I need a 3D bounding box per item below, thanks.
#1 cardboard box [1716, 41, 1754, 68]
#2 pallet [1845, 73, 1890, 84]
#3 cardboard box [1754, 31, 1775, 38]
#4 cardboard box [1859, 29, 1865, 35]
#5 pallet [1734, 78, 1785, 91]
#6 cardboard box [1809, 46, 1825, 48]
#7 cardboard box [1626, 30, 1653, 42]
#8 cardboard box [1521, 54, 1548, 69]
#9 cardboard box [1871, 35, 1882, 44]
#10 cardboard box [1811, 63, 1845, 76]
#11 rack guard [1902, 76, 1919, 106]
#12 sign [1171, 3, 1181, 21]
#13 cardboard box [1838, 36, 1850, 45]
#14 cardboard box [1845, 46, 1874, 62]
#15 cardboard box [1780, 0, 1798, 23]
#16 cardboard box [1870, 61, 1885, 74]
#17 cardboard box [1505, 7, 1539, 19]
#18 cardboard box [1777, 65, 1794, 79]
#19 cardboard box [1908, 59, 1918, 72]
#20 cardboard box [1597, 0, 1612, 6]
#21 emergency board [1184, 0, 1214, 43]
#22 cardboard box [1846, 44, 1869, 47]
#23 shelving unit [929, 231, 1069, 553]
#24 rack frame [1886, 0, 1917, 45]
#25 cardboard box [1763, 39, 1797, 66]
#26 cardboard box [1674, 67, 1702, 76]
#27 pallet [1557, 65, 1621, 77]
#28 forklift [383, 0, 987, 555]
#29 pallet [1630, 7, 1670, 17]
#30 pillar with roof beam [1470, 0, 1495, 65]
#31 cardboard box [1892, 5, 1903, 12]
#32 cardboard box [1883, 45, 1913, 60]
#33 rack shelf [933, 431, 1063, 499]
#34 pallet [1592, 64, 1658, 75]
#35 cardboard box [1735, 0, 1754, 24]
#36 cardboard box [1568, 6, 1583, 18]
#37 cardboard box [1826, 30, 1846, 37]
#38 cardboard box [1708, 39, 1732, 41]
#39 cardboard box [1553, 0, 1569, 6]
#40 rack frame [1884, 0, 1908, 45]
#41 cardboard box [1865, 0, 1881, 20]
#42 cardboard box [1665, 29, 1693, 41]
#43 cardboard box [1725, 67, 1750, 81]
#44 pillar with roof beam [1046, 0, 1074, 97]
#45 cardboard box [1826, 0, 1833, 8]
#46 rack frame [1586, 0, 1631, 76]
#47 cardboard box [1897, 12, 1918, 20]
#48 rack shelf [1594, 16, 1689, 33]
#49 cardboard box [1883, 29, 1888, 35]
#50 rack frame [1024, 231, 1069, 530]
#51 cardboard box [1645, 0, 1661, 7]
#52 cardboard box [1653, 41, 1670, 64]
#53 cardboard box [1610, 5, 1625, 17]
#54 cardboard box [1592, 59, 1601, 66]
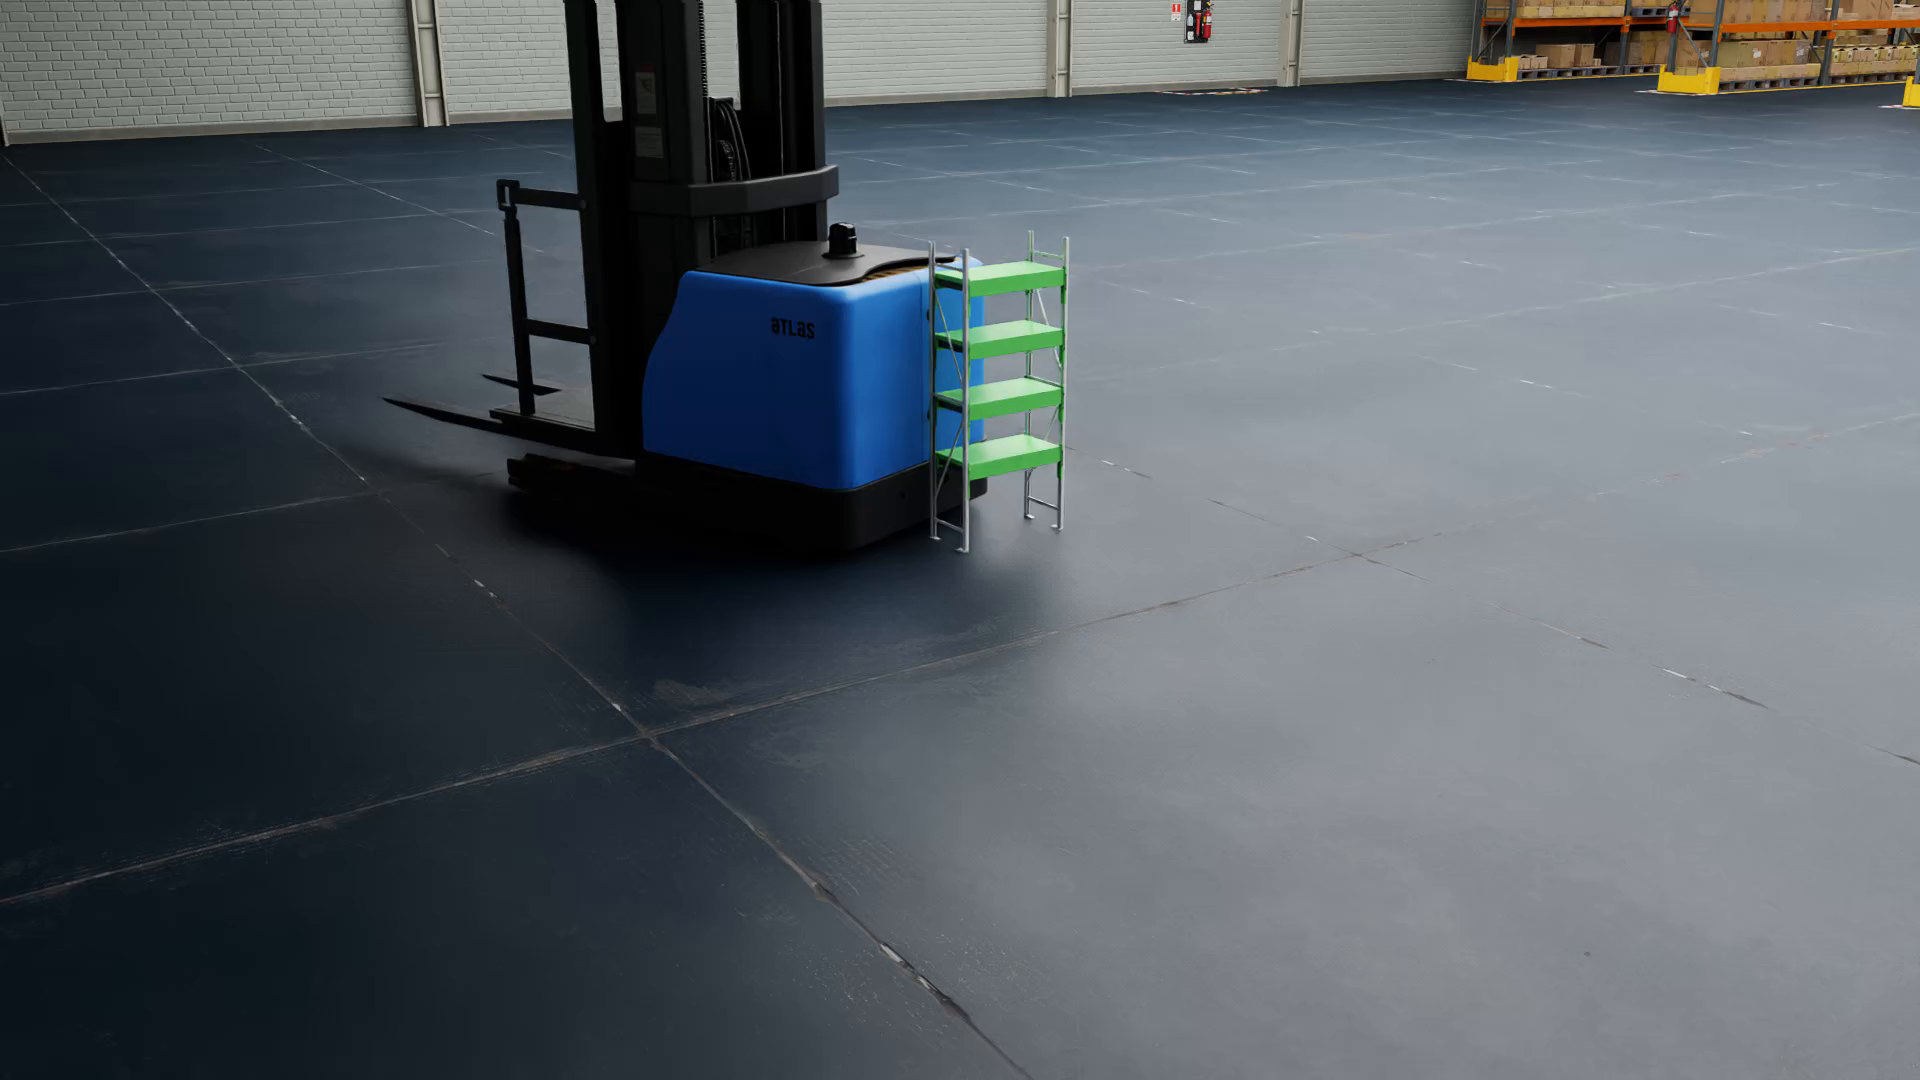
[{"bbox_3d":[15.525,-9.747,33.358,0.500,0.500,0.500,-12,22,-31],"label":"cardboard box"},{"bbox_3d":[19.493,-10.112,36.325,1.213,0.211,1.003,-12,22,-31],"label":"pallet"},{"bbox_3d":[19.914,-12.533,41.833,0.750,0.750,0.750,-12,22,-32],"label":"cardboard box"},{"bbox_3d":[24.007,-13.628,44.607,0.250,0.149,0.380,-12,22,-31],"label":"cardboard box"},{"bbox_3d":[16.172,-9.410,34.250,1.213,0.211,1.003,-12,22,-31],"label":"pallet"},{"bbox_3d":[18.491,-10.480,35.821,0.500,0.311,0.500,-11,22,-30],"label":"cardboard box"},{"bbox_3d":[16.123,-11.993,39.580,0.500,0.250,0.500,-12,22,-33],"label":"cardboard box"},{"bbox_3d":[12.914,-10.829,37.604,0.500,0.311,0.500,-10,21,-27],"label":"cardboard box"},{"bbox_3d":[24.226,-13.291,44.622,0.500,0.500,0.700,-12,22,-32],"label":"cardboard box"},{"bbox_3d":[18.352,-9.977,35.211,0.500,0.250,0.500,-13,22,-33],"label":"cardboard box"},{"bbox_3d":[17.297,-7.888,29.296,0.348,0.500,1.175,-12,22,-31],"label":"rack guard"},{"bbox_3d":[4.305,-10.516,33.111,0.234,0.329,0.001,-12,22,-31],"label":"sign"},{"bbox_3d":[22.935,-13.016,43.810,0.500,0.500,0.700,-12,22,-32],"label":"cardboard box"},{"bbox_3d":[19.214,-10.423,35.653,0.500,0.311,0.500,-13,22,-33],"label":"cardboard box"},{"bbox_3d":[16.654,-10.862,34.033,0.500,0.500,0.700,-12,22,-31],"label":"cardboard box"},{"bbox_3d":[19.636,-10.248,36.013,0.500,0.250,0.500,-11,22,-30],"label":"cardboard box"},{"bbox_3d":[12.393,-11.635,36.681,0.500,0.250,0.500,-13,22,-33],"label":"cardboard box"},{"bbox_3d":[16.780,-9.655,34.258,0.500,0.250,0.500,-12,22,-31],"label":"cardboard box"},{"bbox_3d":[20.915,-10.519,36.814,0.500,0.250,0.500,-11,22,-30],"label":"cardboard box"},{"bbox_3d":[14.513,-12.439,37.886,0.500,0.500,0.500,-12,22,-32],"label":"cardboard box"},{"bbox_3d":[4.824,-10.569,33.323,0.643,1.169,0.194,-12,22,-31],"label":"emergency board"},{"bbox_3d":[19.760,-10.745,36.606,0.500,0.311,0.500,-13,22,-33],"label":"cardboard box"},{"bbox_3d":[0.152,-0.595,6.630,0.503,1.200,0.258,-13,23,-34],"label":"shelving unit"},{"bbox_3d":[21.220,-11.781,36.908,0.127,3.000,1.000,-12,22,-31],"label":"rack frame"},{"bbox_3d":[16.773,-10.014,34.147,0.500,0.500,0.500,-12,22,-31],"label":"cardboard box"},{"bbox_3d":[14.824,-9.441,33.626,0.500,0.250,0.500,-12,22,-31],"label":"cardboard box"},{"bbox_3d":[14.610,-10.952,38.810,1.213,0.211,1.003,-12,22,-31],"label":"pallet"},{"bbox_3d":[-1.383,-1.680,7.138,3.031,2.935,1.130,13,22,33],"label":"forklift"},{"bbox_3d":[15.870,-12.405,39.055,1.213,0.211,1.003,-12,22,-31],"label":"pallet"},{"bbox_3d":[14.287,-13.741,33.339,0.400,9.000,9.100,-12,22,-31],"label":"pillar with roof beam"},{"bbox_3d":[20.366,-11.633,36.609,0.500,0.311,0.500,-12,22,-32],"label":"cardboard box"},{"bbox_3d":[20.487,-10.691,36.447,0.500,0.311,0.500,-12,22,-32],"label":"cardboard box"},{"bbox_3d":[0.152,-0.307,6.727,0.480,0.148,0.258,-13,23,-34],"label":"rack shelf"},{"bbox_3d":[15.801,-11.217,39.595,1.213,0.211,1.003,-12,22,-31],"label":"pallet"},{"bbox_3d":[15.371,-10.592,33.234,0.500,0.500,0.700,-11,22,-30],"label":"cardboard box"},{"bbox_3d":[13.671,-11.907,37.485,0.500,0.250,0.500,-12,22,-31],"label":"cardboard box"},{"bbox_3d":[22.900,-13.248,43.481,0.250,0.149,0.380,-11,22,-30],"label":"cardboard box"},{"bbox_3d":[15.650,-9.977,34.040,0.500,0.500,0.500,-12,22,-31],"label":"cardboard box"},{"bbox_3d":[13.228,-12.167,37.083,0.500,0.500,0.500,-13,22,-33],"label":"cardboard box"},{"bbox_3d":[25.174,-14.514,44.993,0.127,3.000,1.000,-12,22,-31],"label":"rack frame"},{"bbox_3d":[19.388,-11.435,35.730,0.500,0.500,0.500,-12,22,-31],"label":"cardboard box"},{"bbox_3d":[17.409,-12.260,40.371,0.500,0.250,0.500,-11,22,-30],"label":"cardboard box"},{"bbox_3d":[15.524,-9.392,33.480,0.500,0.250,0.500,-12,22,-31],"label":"cardboard box"},{"bbox_3d":[4.265,-11.627,27.087,0.400,9.000,9.100,-12,22,-31],"label":"pillar with roof beam"},{"bbox_3d":[22.295,-14.043,43.131,0.700,0.700,0.980,-12,22,-31],"label":"cardboard box"},{"bbox_3d":[15.152,-12.401,38.741,0.127,3.000,1.000,-12,22,-31],"label":"rack frame"},{"bbox_3d":[20.621,-11.429,36.261,0.250,0.149,0.380,-12,22,-31],"label":"cardboard box"},{"bbox_3d":[16.822,-12.412,39.898,4.000,0.370,1.077,-12,22,-31],"label":"rack shelf"},{"bbox_3d":[24.637,-13.615,44.568,0.250,0.149,0.380,-12,22,-32],"label":"cardboard box"},{"bbox_3d":[0.348,-0.641,6.768,0.015,1.200,0.240,-13,23,-34],"label":"rack frame"},{"bbox_3d":[16.066,-12.833,39.178,0.500,0.500,0.700,-9,21,-26],"label":"cardboard box"},{"bbox_3d":[16.610,-11.742,40.010,0.500,0.500,0.700,-12,22,-31],"label":"cardboard box"},{"bbox_3d":[14.923,-12.174,38.275,0.500,0.250,0.500,-12,22,-31],"label":"cardboard box"},{"bbox_3d":[14.721,-11.164,38.822,0.250,0.166,0.380,-16,24,-38],"label":"cardboard box"}]
